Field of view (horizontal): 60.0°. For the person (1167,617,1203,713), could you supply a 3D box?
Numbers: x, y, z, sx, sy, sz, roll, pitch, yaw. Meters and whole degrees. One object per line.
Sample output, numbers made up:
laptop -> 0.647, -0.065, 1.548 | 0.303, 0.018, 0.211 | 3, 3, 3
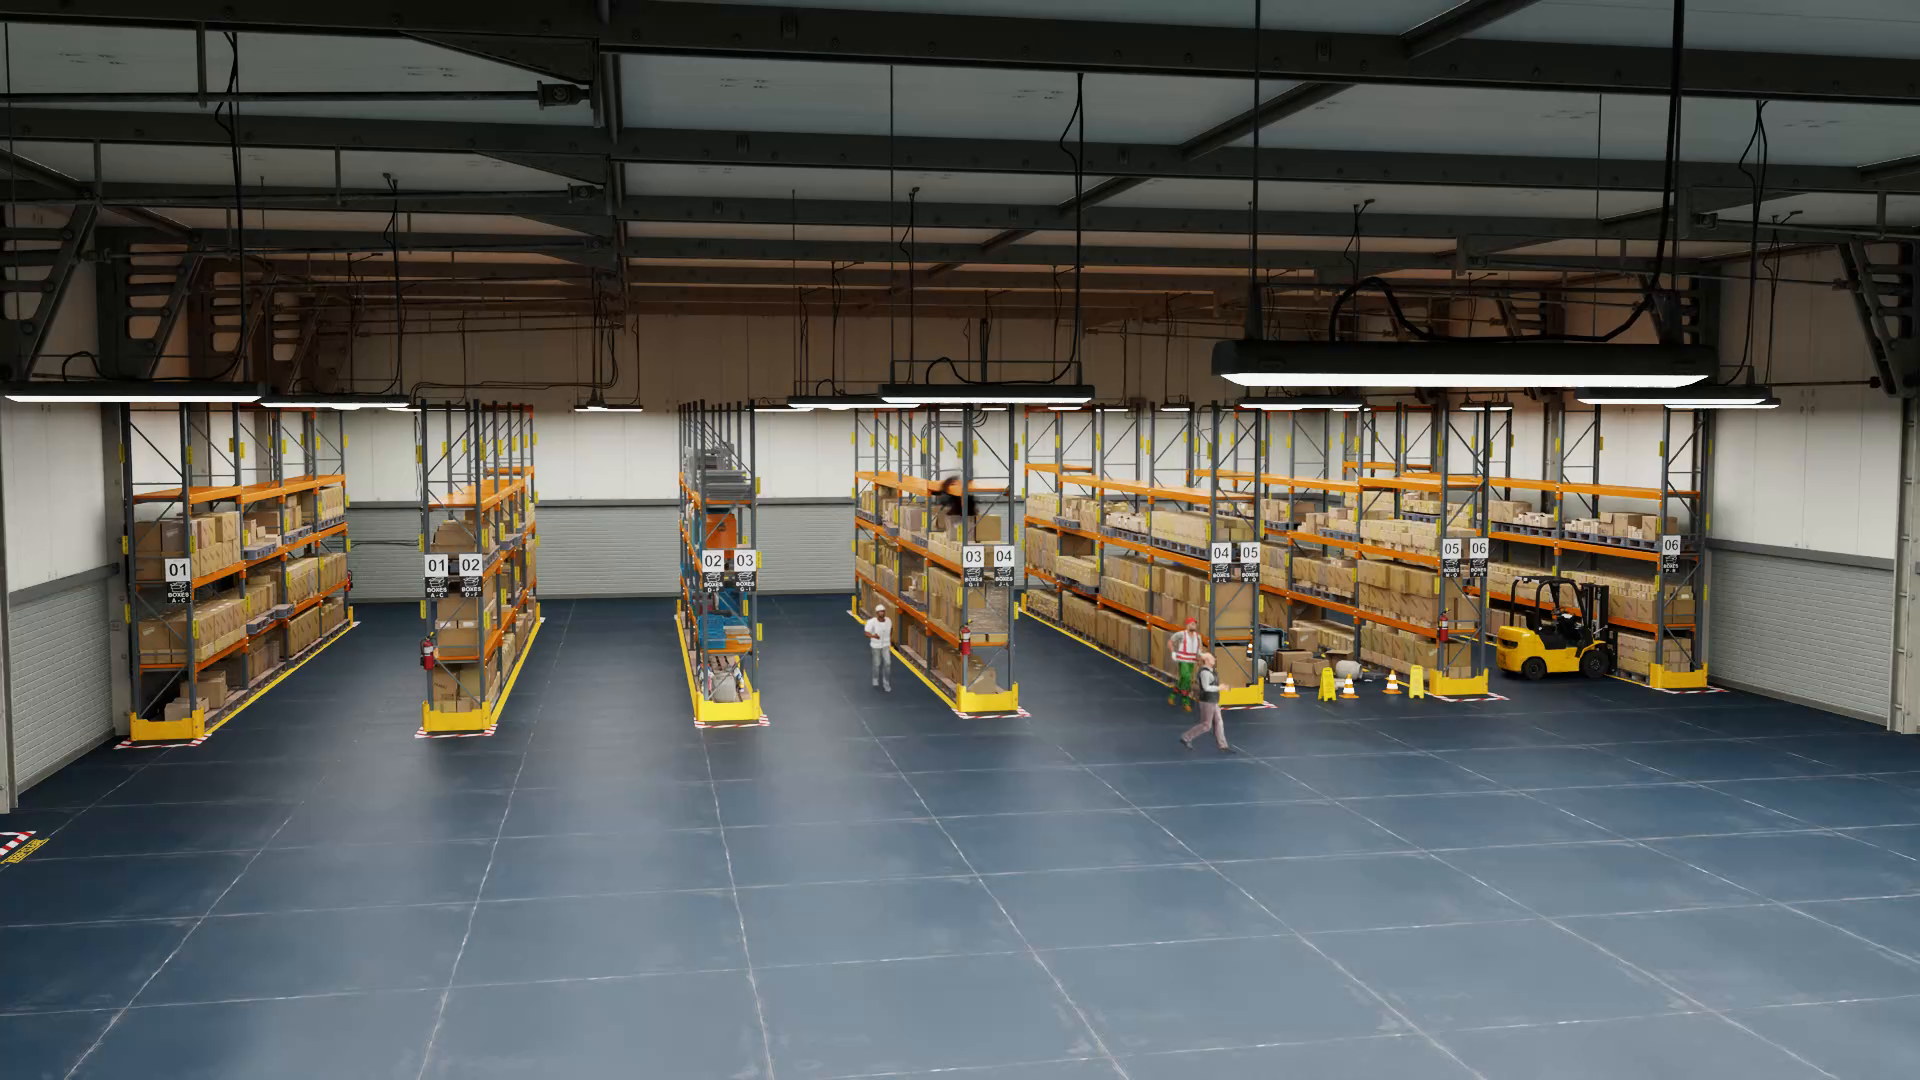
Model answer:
person -> 4.412, 2.403, 32.323 | 0.667, 1.813, 0.807 | -3, 5, -34

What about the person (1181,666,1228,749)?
person -> 4.104, 2.818, 27.883 | 0.778, 1.406, 0.444 | 1, 4, 14

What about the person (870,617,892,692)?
person -> -1.664, 2.376, 34.582 | 0.434, 1.561, 0.704 | -1, 5, -18
